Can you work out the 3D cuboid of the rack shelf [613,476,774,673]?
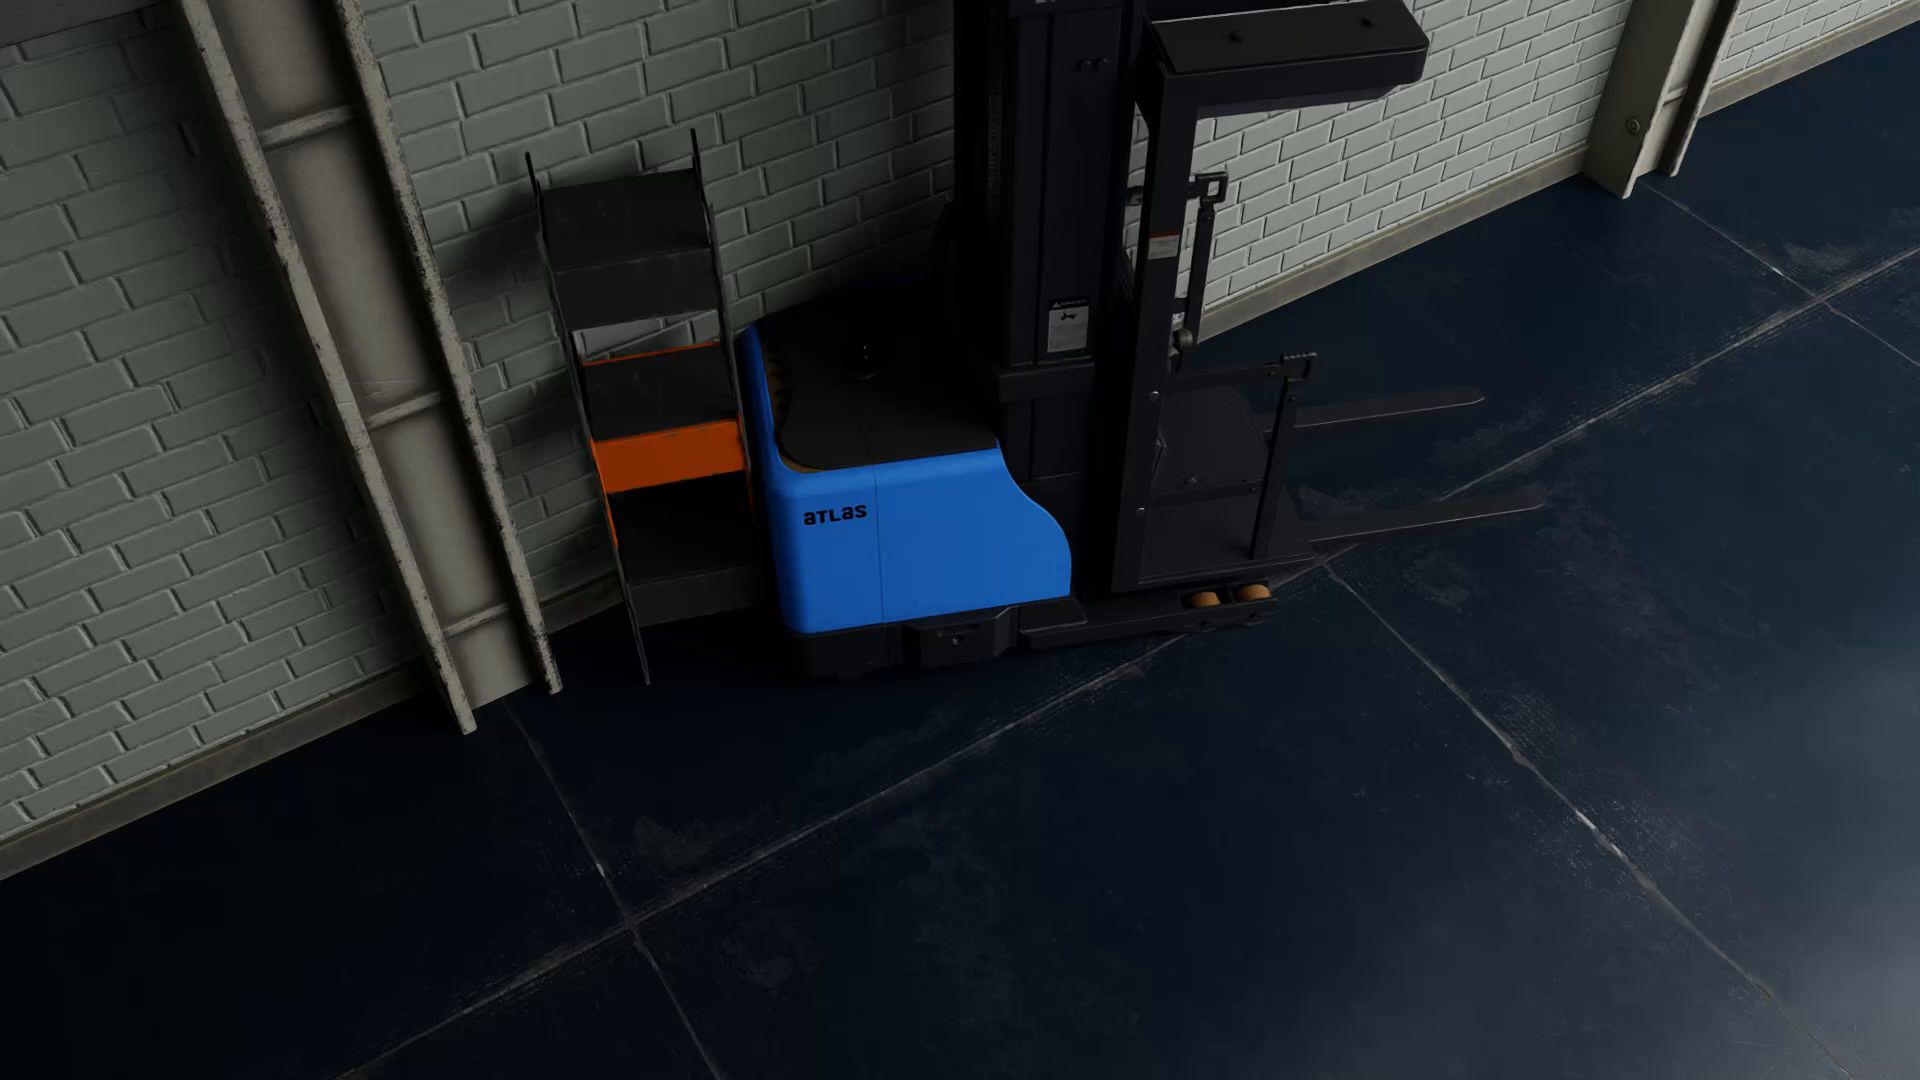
[{"bbox_3d":[-0.977,0.129,6.127,0.480,0.518,0.431,-11,49,-9],"label":"rack shelf"}]

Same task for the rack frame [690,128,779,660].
[{"bbox_3d":[-0.746,-0.390,5.630,0.015,2.100,0.400,-11,49,-9],"label":"rack frame"}]

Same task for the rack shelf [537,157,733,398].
[{"bbox_3d":[-0.989,-0.801,5.081,0.480,0.518,0.431,-11,49,-9],"label":"rack shelf"}]

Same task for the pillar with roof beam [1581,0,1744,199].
[{"bbox_3d":[5.644,-2.128,2.564,0.400,9.000,9.100,-25,53,-21],"label":"pillar with roof beam"}]

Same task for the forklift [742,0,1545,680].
[{"bbox_3d":[0.751,-1.002,5.625,3.031,2.935,1.130,-8,49,-7],"label":"forklift"}]

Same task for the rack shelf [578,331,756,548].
[{"bbox_3d":[-0.983,-0.336,5.604,0.480,0.518,0.431,-11,49,-9],"label":"rack shelf"}]

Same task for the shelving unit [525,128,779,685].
[{"bbox_3d":[-0.983,-0.345,5.594,0.503,2.100,0.431,-11,49,-9],"label":"shelving unit"}]

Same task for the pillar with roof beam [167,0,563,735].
[{"bbox_3d":[0.570,0.263,0.435,0.400,9.000,9.100,-25,53,-21],"label":"pillar with roof beam"}]

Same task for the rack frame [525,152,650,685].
[{"bbox_3d":[-1.220,-0.301,5.557,0.015,2.100,0.400,-11,49,-9],"label":"rack frame"}]
